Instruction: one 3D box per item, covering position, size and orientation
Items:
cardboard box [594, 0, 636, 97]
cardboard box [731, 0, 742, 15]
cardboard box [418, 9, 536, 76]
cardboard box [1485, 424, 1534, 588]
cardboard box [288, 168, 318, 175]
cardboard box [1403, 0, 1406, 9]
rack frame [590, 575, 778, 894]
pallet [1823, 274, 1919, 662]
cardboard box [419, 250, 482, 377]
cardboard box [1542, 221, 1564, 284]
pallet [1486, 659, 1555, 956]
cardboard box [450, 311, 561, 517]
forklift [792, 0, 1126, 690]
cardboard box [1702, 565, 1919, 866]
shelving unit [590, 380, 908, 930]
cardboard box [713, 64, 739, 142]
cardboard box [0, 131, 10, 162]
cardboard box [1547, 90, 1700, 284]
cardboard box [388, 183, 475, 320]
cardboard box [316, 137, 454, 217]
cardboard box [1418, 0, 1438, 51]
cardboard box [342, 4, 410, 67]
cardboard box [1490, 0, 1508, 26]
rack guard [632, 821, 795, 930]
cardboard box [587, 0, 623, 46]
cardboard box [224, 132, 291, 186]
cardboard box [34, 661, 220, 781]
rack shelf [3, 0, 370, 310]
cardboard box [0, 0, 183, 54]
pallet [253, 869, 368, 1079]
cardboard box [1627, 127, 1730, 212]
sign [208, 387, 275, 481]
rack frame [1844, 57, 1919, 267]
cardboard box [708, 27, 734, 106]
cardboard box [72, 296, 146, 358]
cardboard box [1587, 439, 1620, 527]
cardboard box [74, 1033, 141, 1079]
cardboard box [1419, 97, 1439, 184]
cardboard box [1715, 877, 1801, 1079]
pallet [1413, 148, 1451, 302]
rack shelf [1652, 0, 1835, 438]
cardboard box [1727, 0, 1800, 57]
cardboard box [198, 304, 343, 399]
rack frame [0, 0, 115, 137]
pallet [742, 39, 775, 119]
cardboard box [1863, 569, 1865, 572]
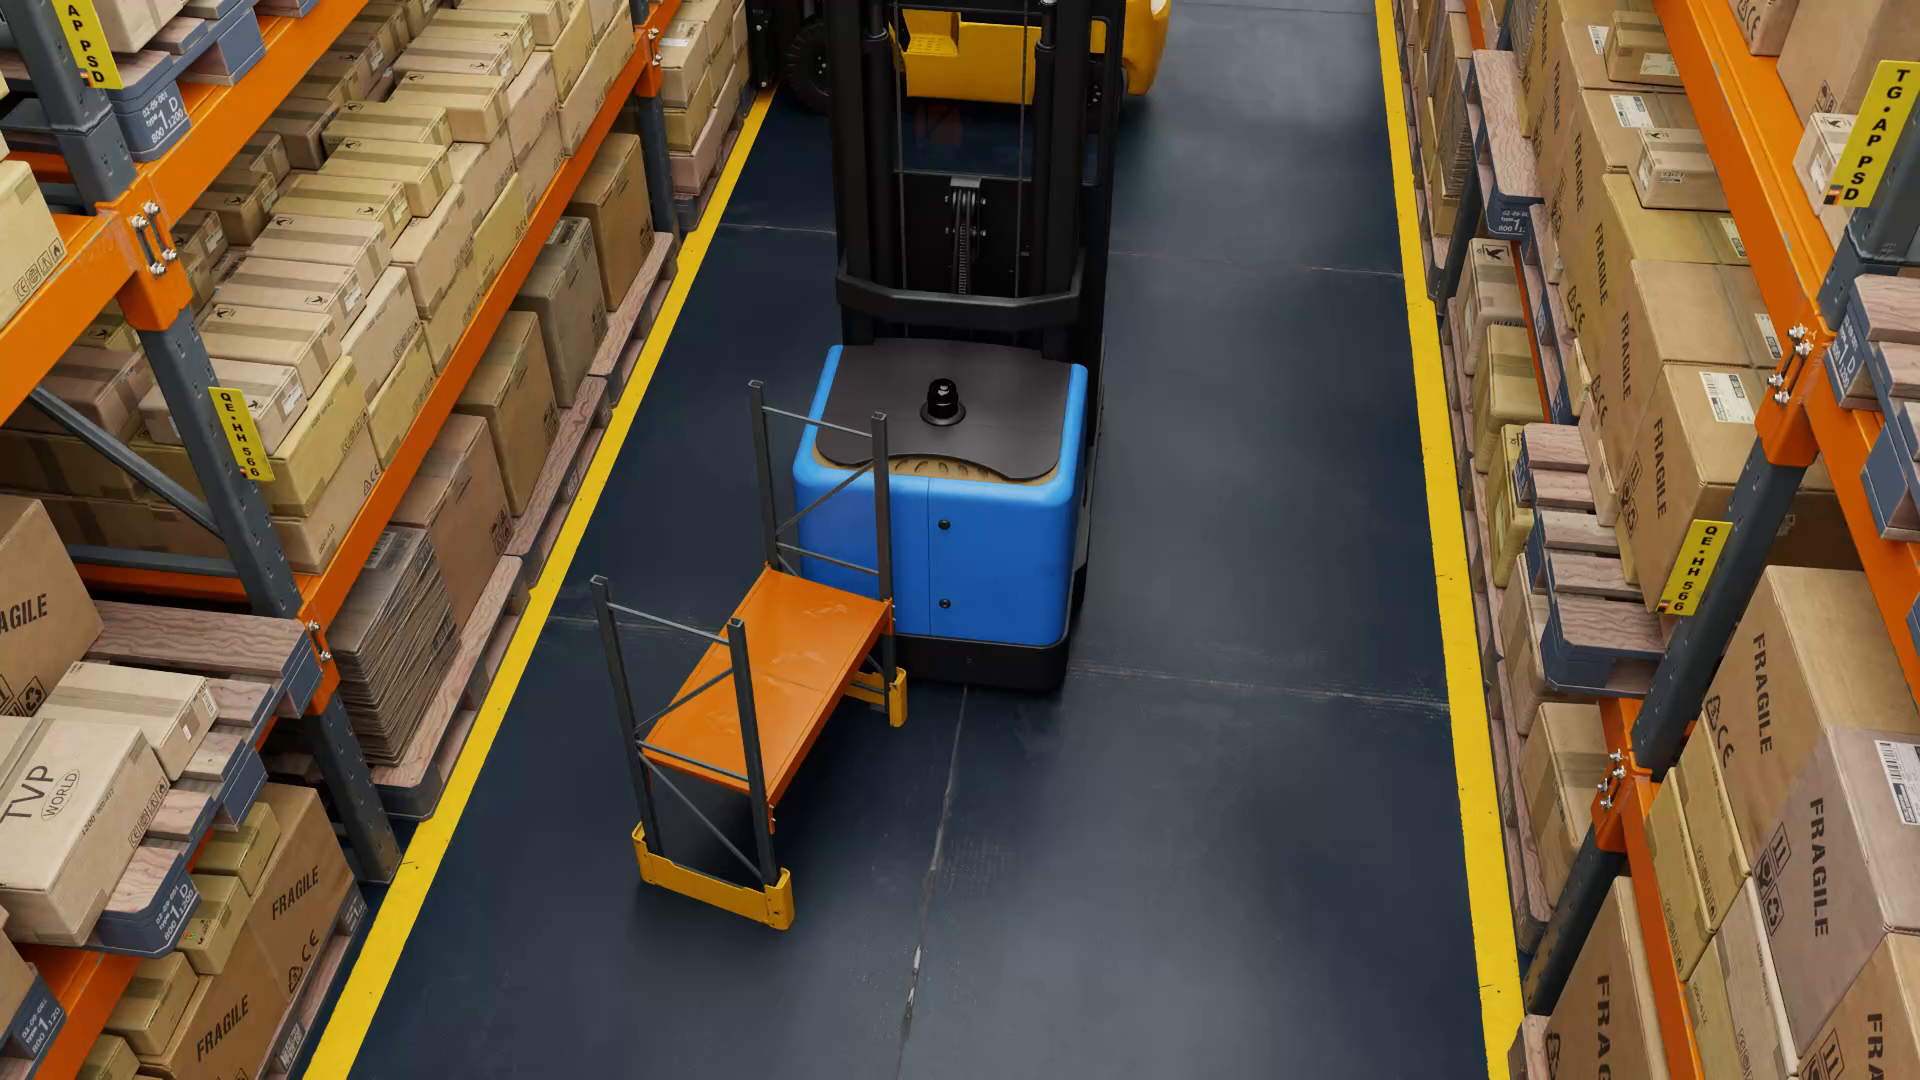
[{"bbox_3d":[-1.802,-2.245,7.548,0.500,0.250,0.500,6,44,6],"label":"cardboard box"},{"bbox_3d":[-1.487,-3.173,9.386,0.500,0.250,0.500,7,44,7],"label":"cardboard box"},{"bbox_3d":[-1.920,-1.982,6.617,0.380,0.149,0.250,4,44,5],"label":"cardboard box"},{"bbox_3d":[2.678,-0.094,6.774,0.950,0.372,0.625,7,44,7],"label":"cardboard box"},{"bbox_3d":[-2.530,-1.431,6.325,0.500,0.250,0.500,4,44,5],"label":"cardboard box"},{"bbox_3d":[3.074,-3.574,10.537,0.500,0.250,0.500,5,44,5],"label":"cardboard box"},{"bbox_3d":[-0.863,0.722,5.397,0.500,1.500,0.032,16,46,16],"label":"rack frame"},{"bbox_3d":[2.365,-0.069,3.097,1.213,0.211,1.003,7,44,7],"label":"pallet"},{"bbox_3d":[-2.090,-0.860,6.086,0.500,0.250,0.500,4,44,4],"label":"cardboard box"},{"bbox_3d":[2.340,-1.046,6.050,0.380,0.149,0.250,7,44,7],"label":"cardboard box"},{"bbox_3d":[2.502,0.988,6.053,1.003,0.211,1.213,5,44,6],"label":"pallet"},{"bbox_3d":[-2.260,-0.560,7.081,0.875,0.625,0.625,4,44,4],"label":"cardboard box"},{"bbox_3d":[0.083,-1.494,6.696,1.130,2.935,3.031,5,44,5],"label":"forklift"},{"bbox_3d":[2.090,0.423,3.822,0.500,0.500,0.500,4,44,4],"label":"cardboard box"},{"bbox_3d":[-0.675,0.404,5.733,0.587,1.500,1.083,16,46,16],"label":"shelving unit"},{"bbox_3d":[-1.550,-2.468,9.369,0.500,0.250,0.500,4,44,5],"label":"cardboard box"},{"bbox_3d":[-2.331,-0.857,3.610,0.380,0.149,0.250,6,44,6],"label":"cardboard box"},{"bbox_3d":[2.378,-1.193,5.734,0.500,0.500,0.500,4,44,4],"label":"cardboard box"},{"bbox_3d":[-2.068,-1.044,5.916,0.500,0.250,0.500,4,44,4],"label":"cardboard box"},{"bbox_3d":[-2.029,-1.283,5.879,0.380,0.149,0.250,6,44,6],"label":"cardboard box"},{"bbox_3d":[2.933,-3.132,9.525,0.500,0.500,0.500,6,44,6],"label":"cardboard box"},{"bbox_3d":[-2.446,-2.027,6.665,0.380,0.149,0.250,5,44,5],"label":"cardboard box"},{"bbox_3d":[2.739,-2.688,7.618,0.500,0.500,0.500,4,44,4],"label":"cardboard box"},{"bbox_3d":[-0.863,1.175,5.827,0.587,0.250,0.087,16,46,16],"label":"rack guard"},{"bbox_3d":[-1.806,-2.436,7.386,0.500,0.250,0.500,4,44,5],"label":"cardboard box"},{"bbox_3d":[-2.637,-1.334,5.933,0.380,0.149,0.250,5,44,5],"label":"cardboard box"},{"bbox_3d":[-2.230,0.481,4.438,0.380,0.149,0.250,6,44,6],"label":"cardboard box"},{"bbox_3d":[-2.259,-2.132,5.661,1.077,0.370,4.000,5,44,6],"label":"rack shelf"},{"bbox_3d":[-2.176,-1.344,4.098,0.380,0.166,0.250,5,44,5],"label":"cardboard box"},{"bbox_3d":[-2.659,1.577,5.431,1.003,0.211,1.213,5,44,6],"label":"pallet"},{"bbox_3d":[2.334,-1.165,5.232,0.380,0.149,0.250,3,44,4],"label":"cardboard box"},{"bbox_3d":[-1.984,-0.289,4.589,0.100,0.325,0.005,5,44,6],"label":"sign"},{"bbox_3d":[2.398,-1.670,2.469,1.000,3.000,0.127,5,44,6],"label":"rack frame"},{"bbox_3d":[-1.560,-2.647,9.195,0.500,0.250,0.500,5,44,5],"label":"cardboard box"},{"bbox_3d":[-2.757,-0.641,5.201,0.380,0.149,0.250,6,44,7],"label":"cardboard box"},{"bbox_3d":[2.160,-0.163,5.118,0.380,0.149,0.250,5,44,5],"label":"cardboard box"},{"bbox_3d":[-2.501,1.479,4.547,0.380,0.149,0.250,6,44,7],"label":"cardboard box"},{"bbox_3d":[2.799,-2.163,9.047,0.500,0.250,0.500,4,44,4],"label":"cardboard box"},{"bbox_3d":[2.016,1.056,3.699,0.500,0.250,0.500,6,44,7],"label":"cardboard box"},{"bbox_3d":[2.980,-1.666,8.856,1.003,0.211,1.213,5,44,6],"label":"pallet"},{"bbox_3d":[2.662,-1.683,5.187,1.077,0.370,4.000,5,44,6],"label":"rack shelf"},{"bbox_3d":[2.571,-1.661,4.566,0.797,0.503,0.637,5,44,6],"label":"cardboard box"},{"bbox_3d":[-2.155,-0.585,5.142,0.380,0.149,0.250,6,44,6],"label":"cardboard box"},{"bbox_3d":[-2.523,-2.119,2.943,1.000,3.000,0.127,5,44,6],"label":"rack frame"},{"bbox_3d":[-1.689,-3.026,10.292,1.003,0.211,1.213,5,44,6],"label":"pallet"},{"bbox_3d":[2.687,-0.074,4.552,0.500,0.500,0.500,4,44,4],"label":"cardboard box"}]
